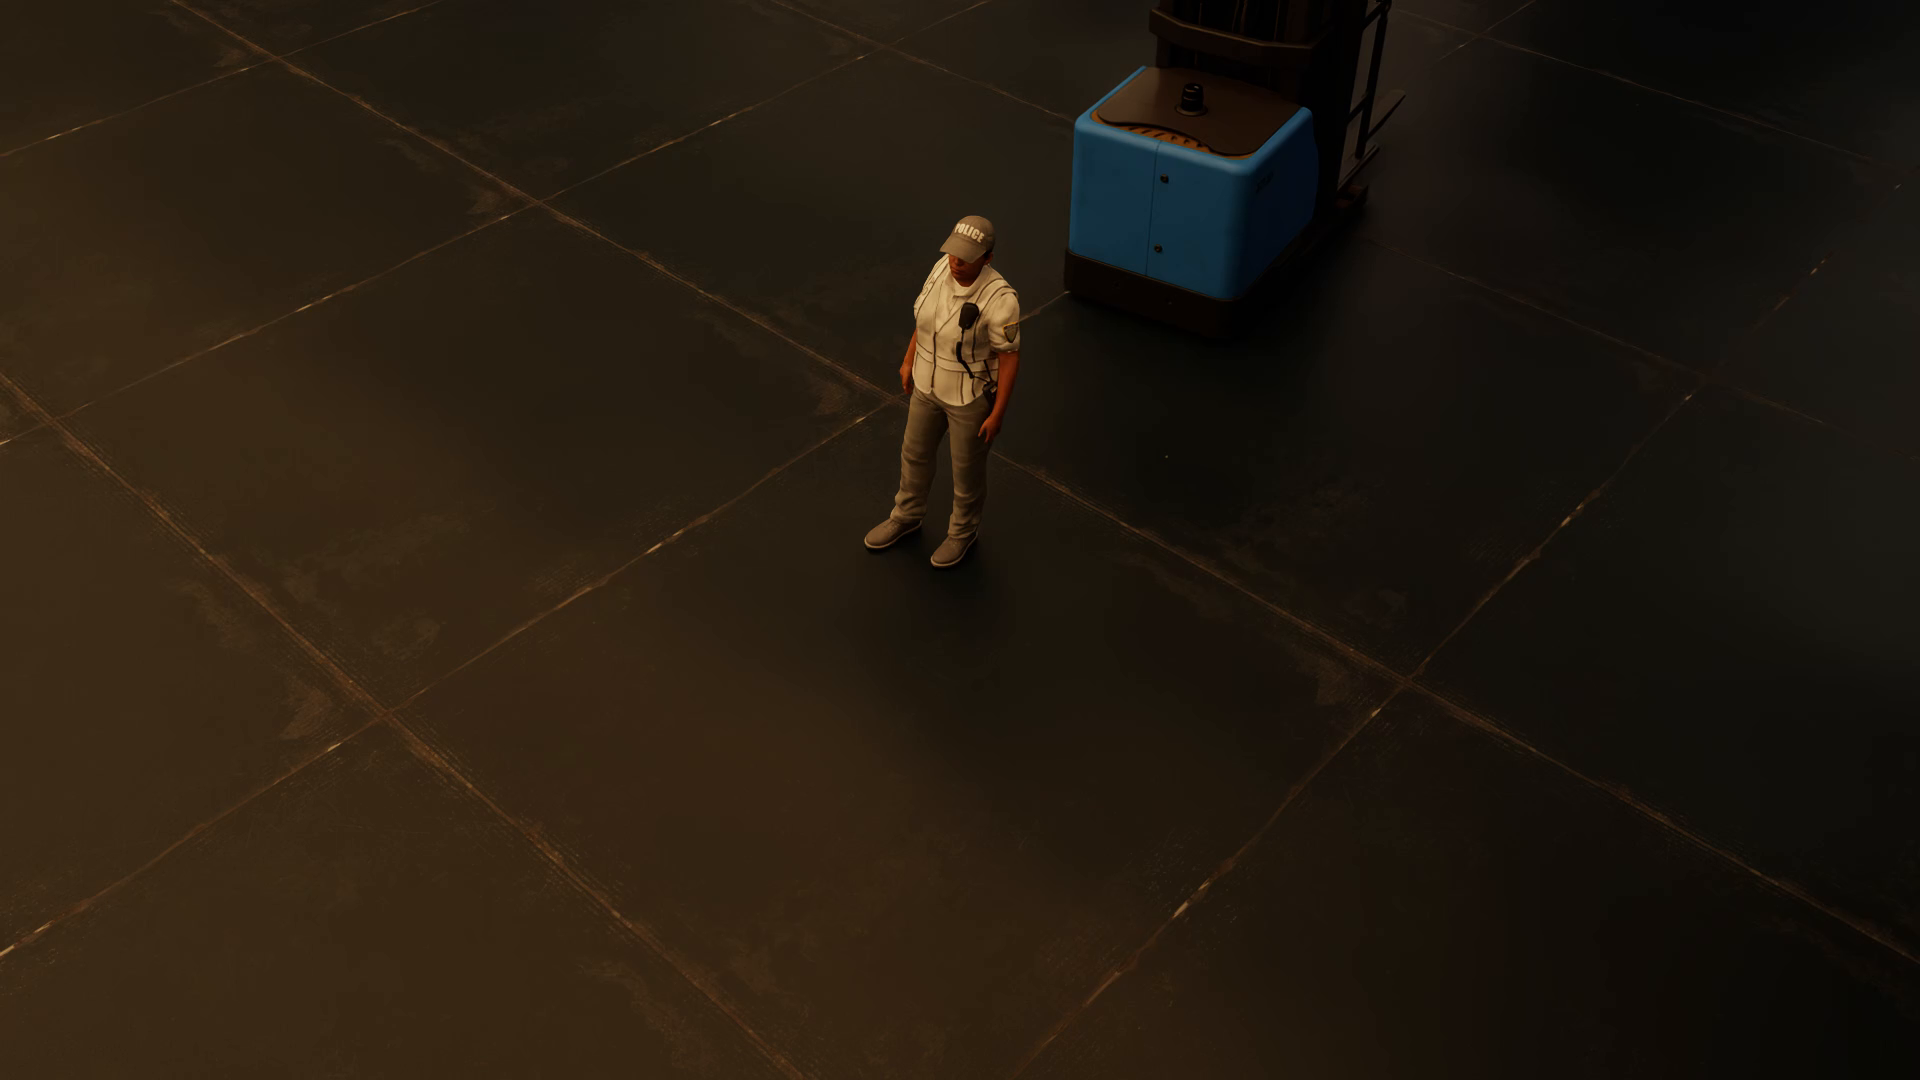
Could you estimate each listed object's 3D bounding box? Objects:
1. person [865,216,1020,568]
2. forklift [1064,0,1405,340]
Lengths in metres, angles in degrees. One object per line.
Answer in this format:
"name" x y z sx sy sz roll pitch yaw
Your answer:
"person" -0.073 -0.615 7.103 0.585 1.670 0.529 31 49 31
"forklift" 1.782 -3.109 9.052 1.130 2.935 3.031 22 45 24
